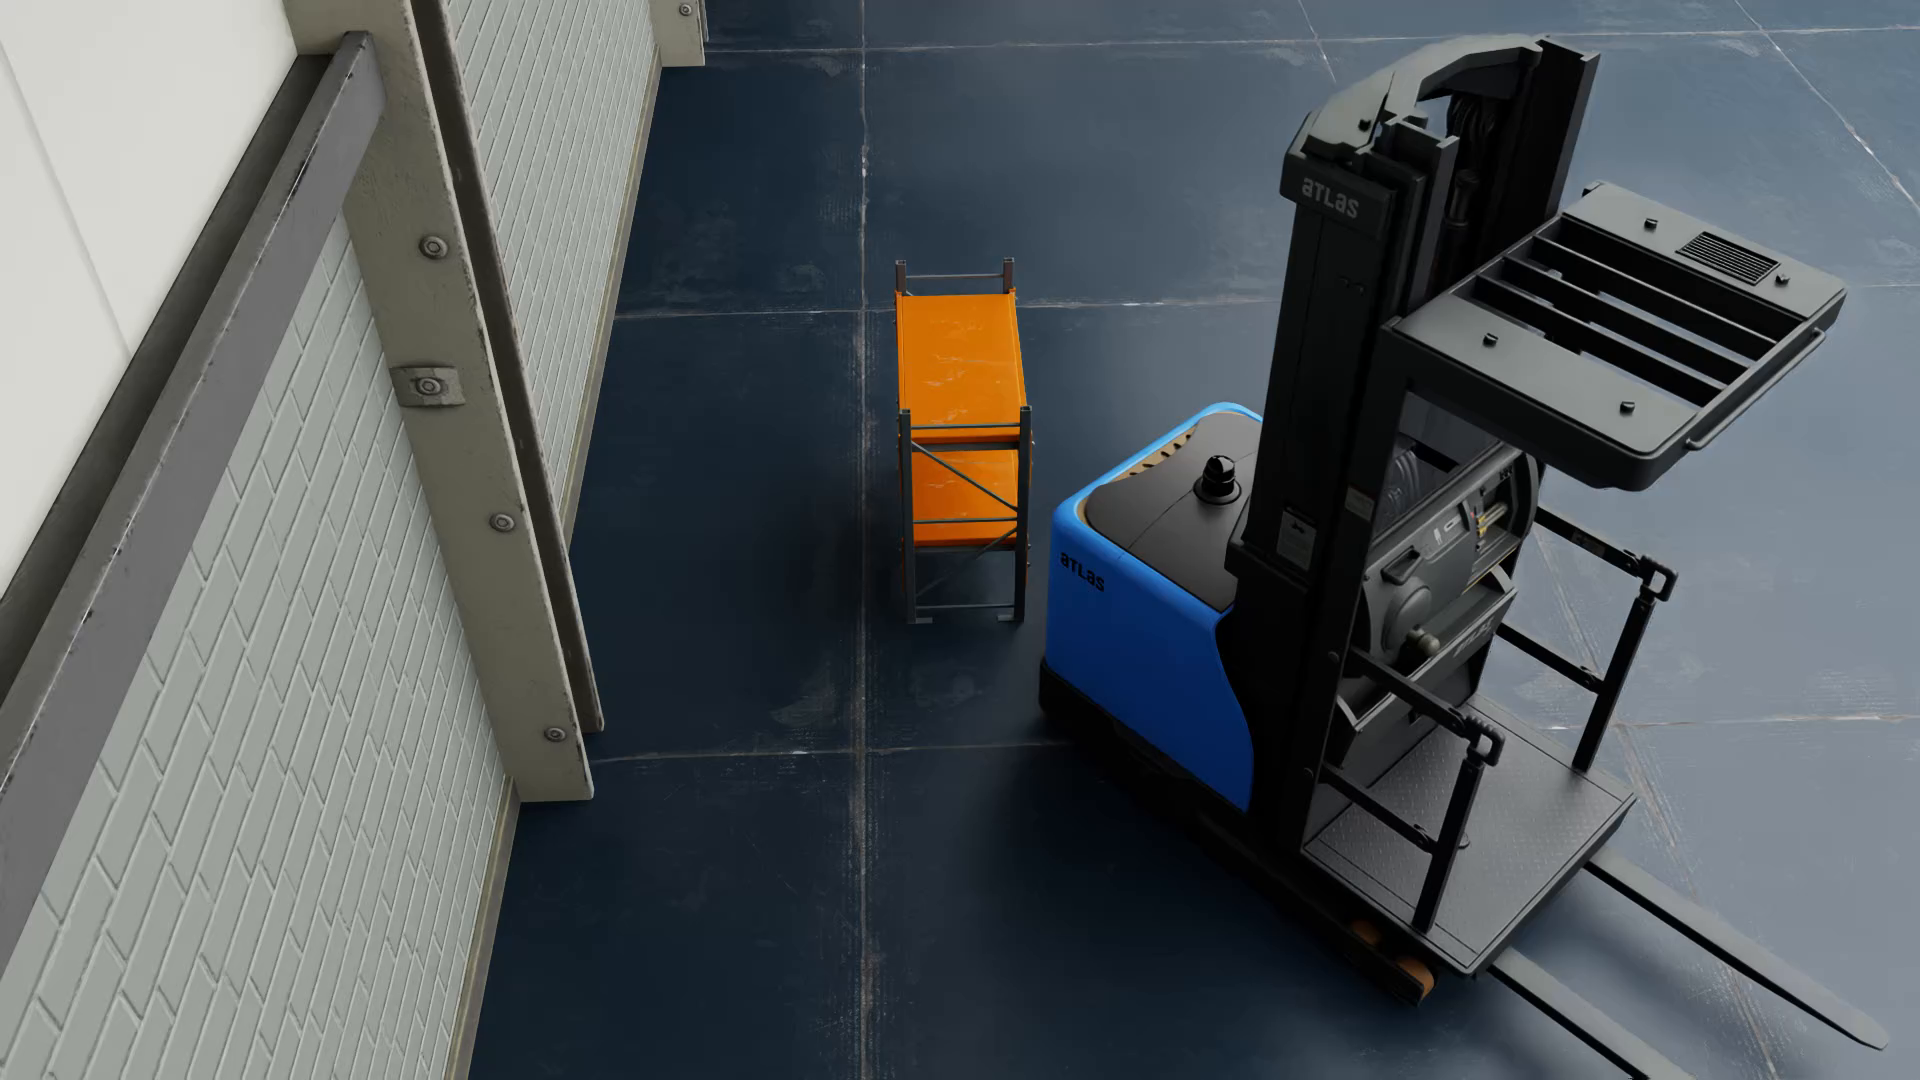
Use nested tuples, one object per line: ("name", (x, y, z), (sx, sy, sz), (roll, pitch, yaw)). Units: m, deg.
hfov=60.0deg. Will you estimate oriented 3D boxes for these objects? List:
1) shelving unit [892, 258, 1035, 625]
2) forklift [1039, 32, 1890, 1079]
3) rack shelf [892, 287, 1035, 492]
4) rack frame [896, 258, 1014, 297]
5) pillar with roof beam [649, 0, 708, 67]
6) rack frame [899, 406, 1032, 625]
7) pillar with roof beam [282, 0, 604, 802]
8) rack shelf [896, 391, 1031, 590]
("shelving unit", (0.000, -0.419, 7.025), (0.538, 1.125, 1.048), (-2, 43, -2))
("forklift", (1.693, 0.099, 5.123), (1.130, 2.935, 3.031), (-33, 52, -31))
("rack shelf", (0.000, -0.635, 6.827), (0.538, 0.278, 1.000), (-2, 43, -2))
("rack frame", (-0.022, -0.762, 7.399), (0.500, 1.125, 0.032), (-2, 43, -2))
("pillar with roof beam", (2.486, -6.634, 7.978), (9.100, 9.000, 0.400), (-2, 43, -2))
("rack frame", (0.021, -0.076, 6.650), (0.500, 1.125, 0.032), (-2, 43, -2))
("pillar with roof beam", (2.741, -2.584, 3.559), (9.100, 9.000, 0.400), (-2, 43, -2))
("rack shelf", (0.000, -0.239, 7.190), (0.538, 0.278, 1.000), (-2, 43, -2))
